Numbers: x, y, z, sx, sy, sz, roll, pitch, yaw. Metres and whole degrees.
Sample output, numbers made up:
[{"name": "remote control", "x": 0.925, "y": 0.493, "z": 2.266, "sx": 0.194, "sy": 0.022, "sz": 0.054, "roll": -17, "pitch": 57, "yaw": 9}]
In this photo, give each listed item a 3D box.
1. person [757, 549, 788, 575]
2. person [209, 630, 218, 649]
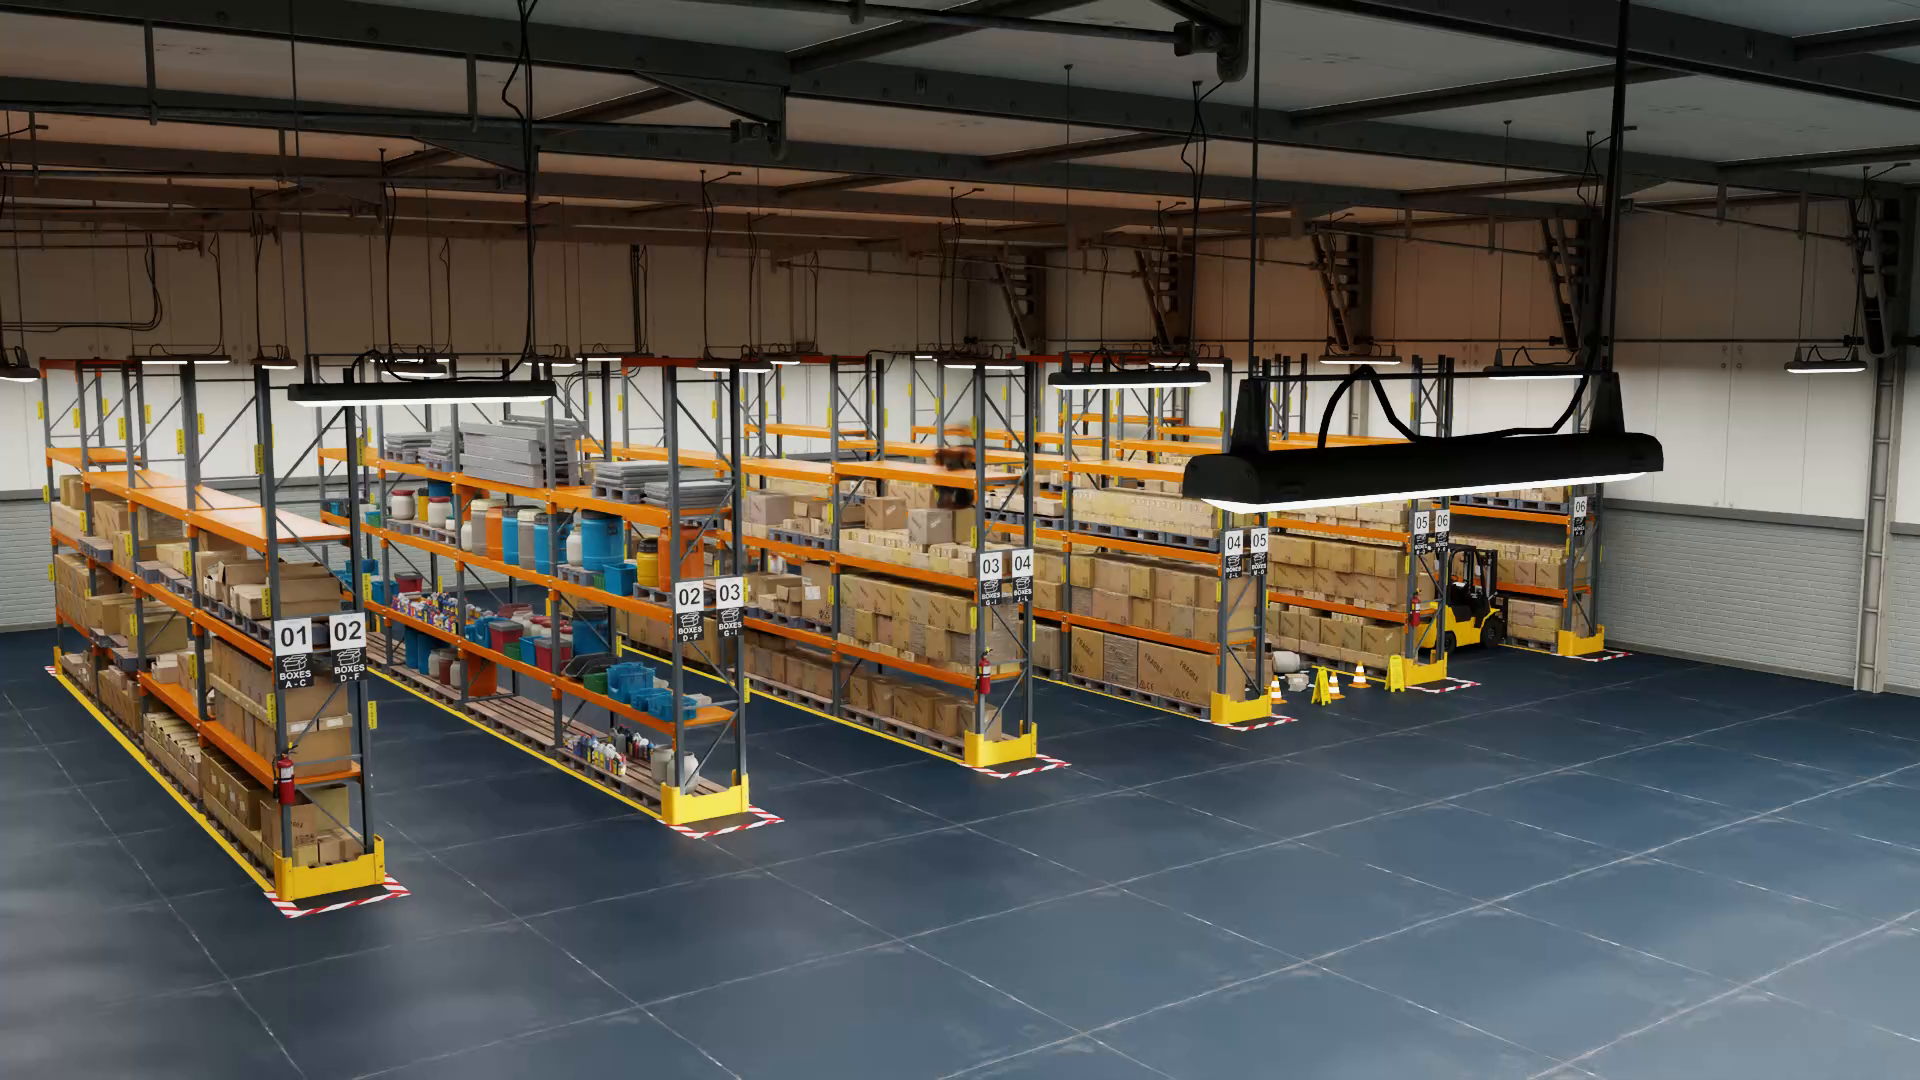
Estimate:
[{"name": "person", "x": -4.129, "y": 1.002, "z": 37.175, "sx": 0.616, "sy": 1.835, "sz": 0.748, "roll": -5, "pitch": 8, "yaw": -36}, {"name": "person", "x": -14.238, "y": 1.650, "z": 31.800, "sx": 0.801, "sy": 1.862, "sz": 0.738, "roll": 5, "pitch": 9, "yaw": 38}]
